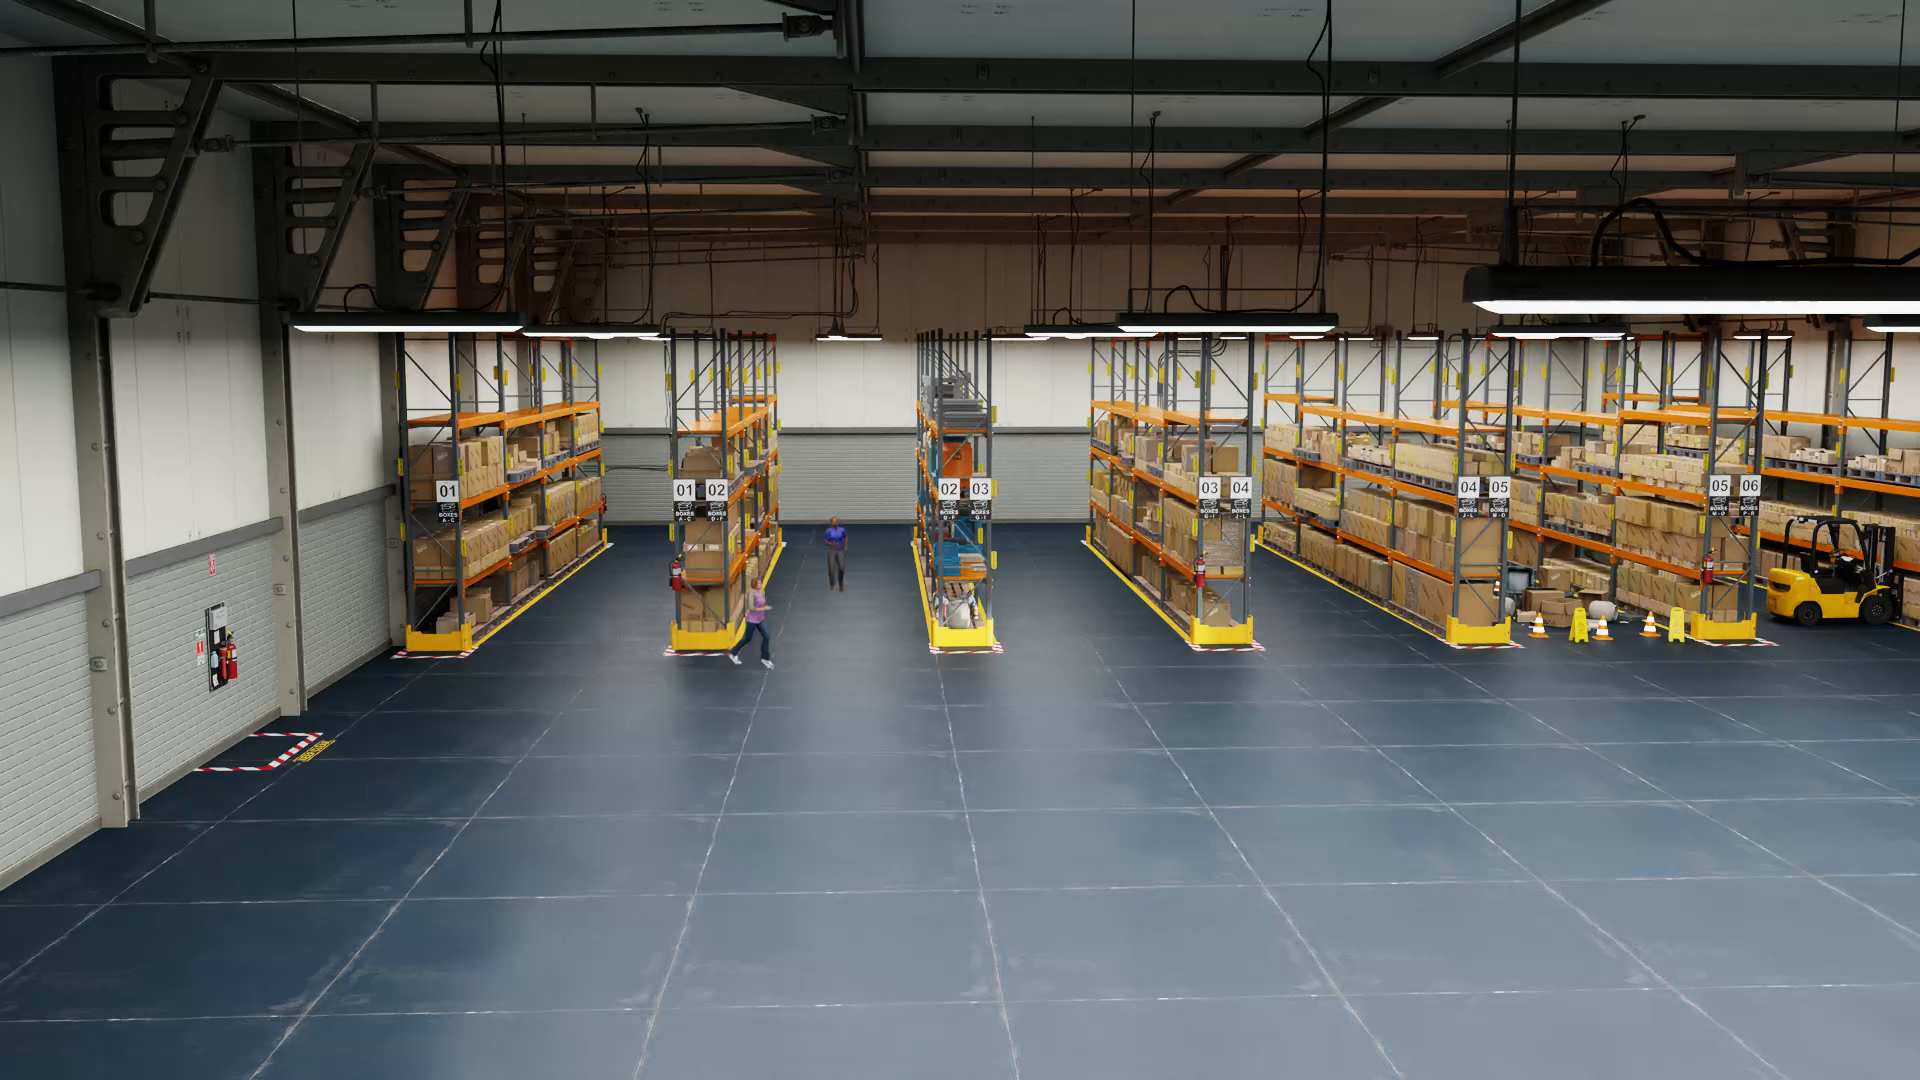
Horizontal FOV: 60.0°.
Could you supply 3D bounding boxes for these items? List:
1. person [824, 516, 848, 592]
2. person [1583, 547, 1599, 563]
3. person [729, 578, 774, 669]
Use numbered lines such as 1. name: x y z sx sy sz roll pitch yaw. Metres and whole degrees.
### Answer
1. person: -2.708 0.324 36.574 0.569 1.681 0.650 -2 7 -14
2. person: 15.971 -0.062 41.788 0.653 1.737 0.621 -1 7 -10
3. person: -3.672 1.466 29.467 0.849 1.625 0.550 3 7 25
